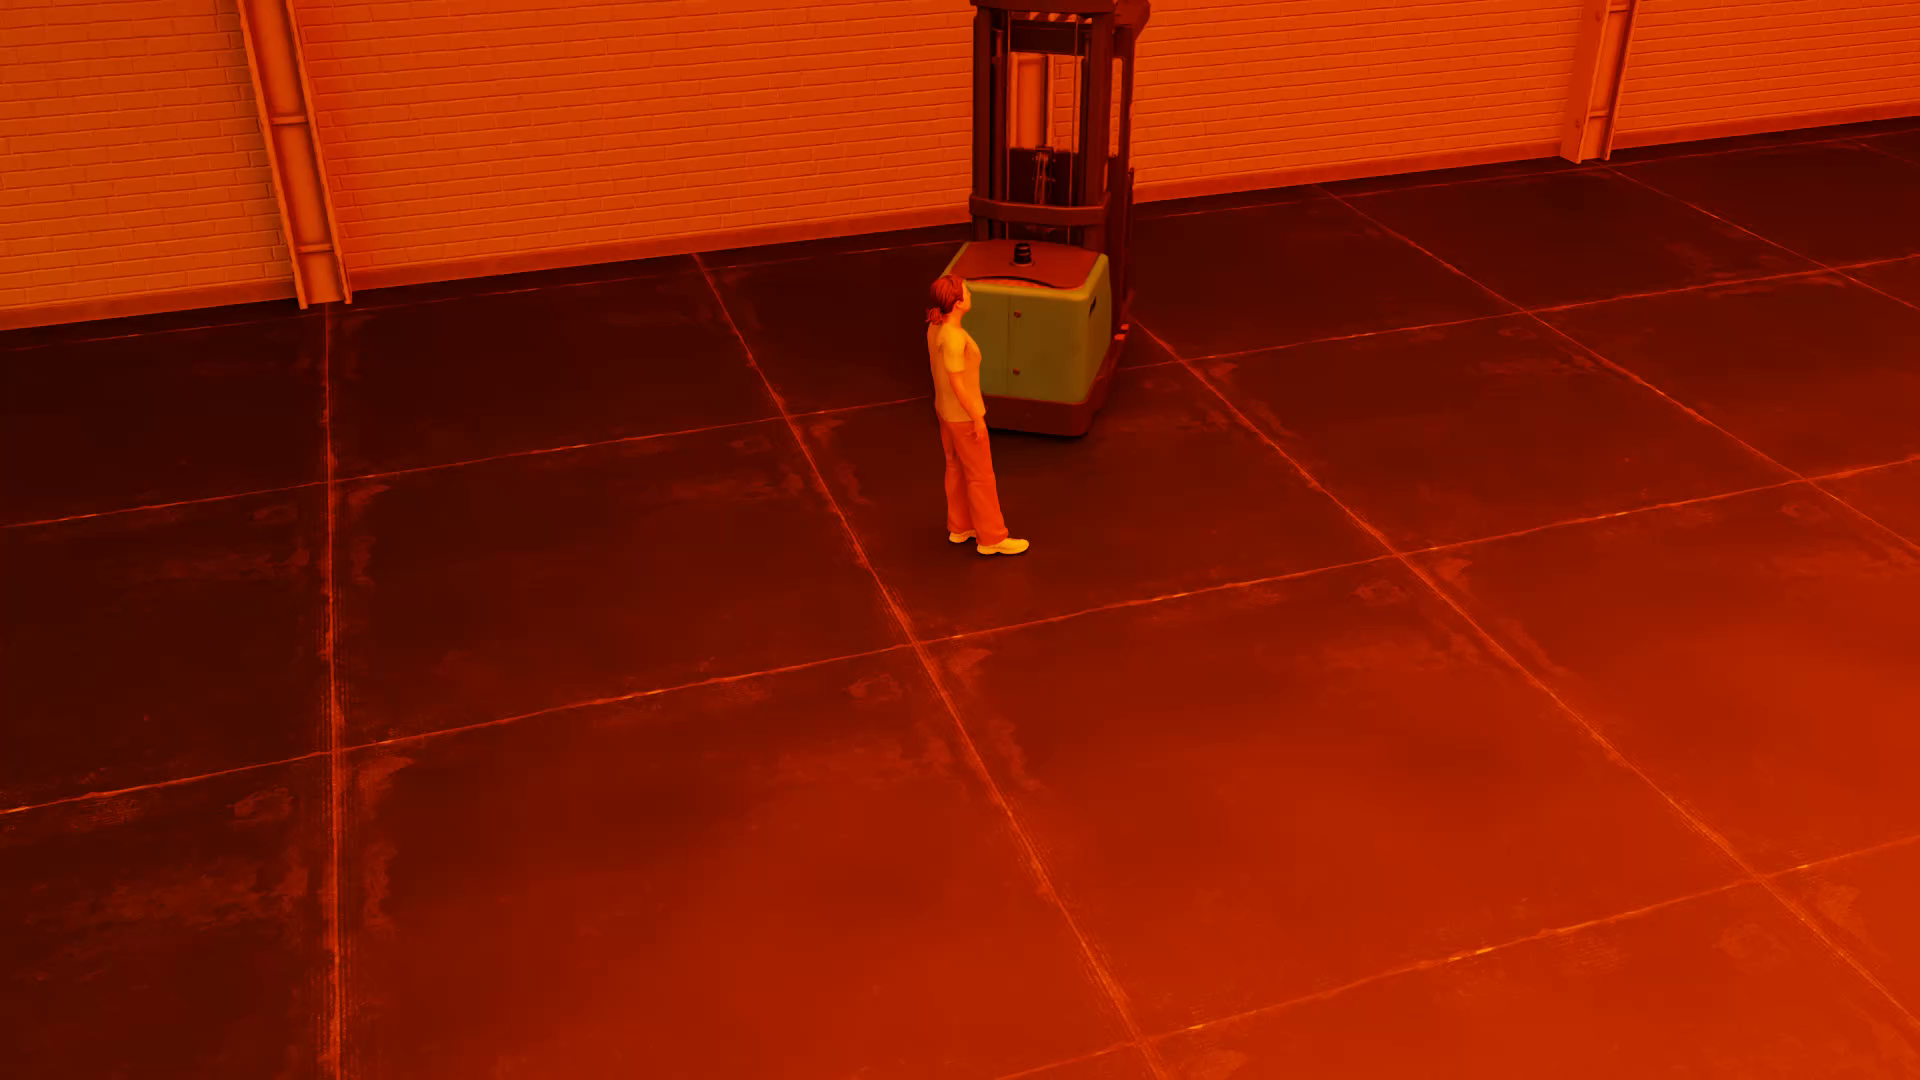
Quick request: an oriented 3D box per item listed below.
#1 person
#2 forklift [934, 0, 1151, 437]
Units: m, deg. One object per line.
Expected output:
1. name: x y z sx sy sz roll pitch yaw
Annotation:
1. person: 0.013 -0.763 9.590 0.428 1.609 0.536 -10 31 -16
2. forklift: 0.686 -2.681 11.746 1.130 2.935 3.031 7 31 12
